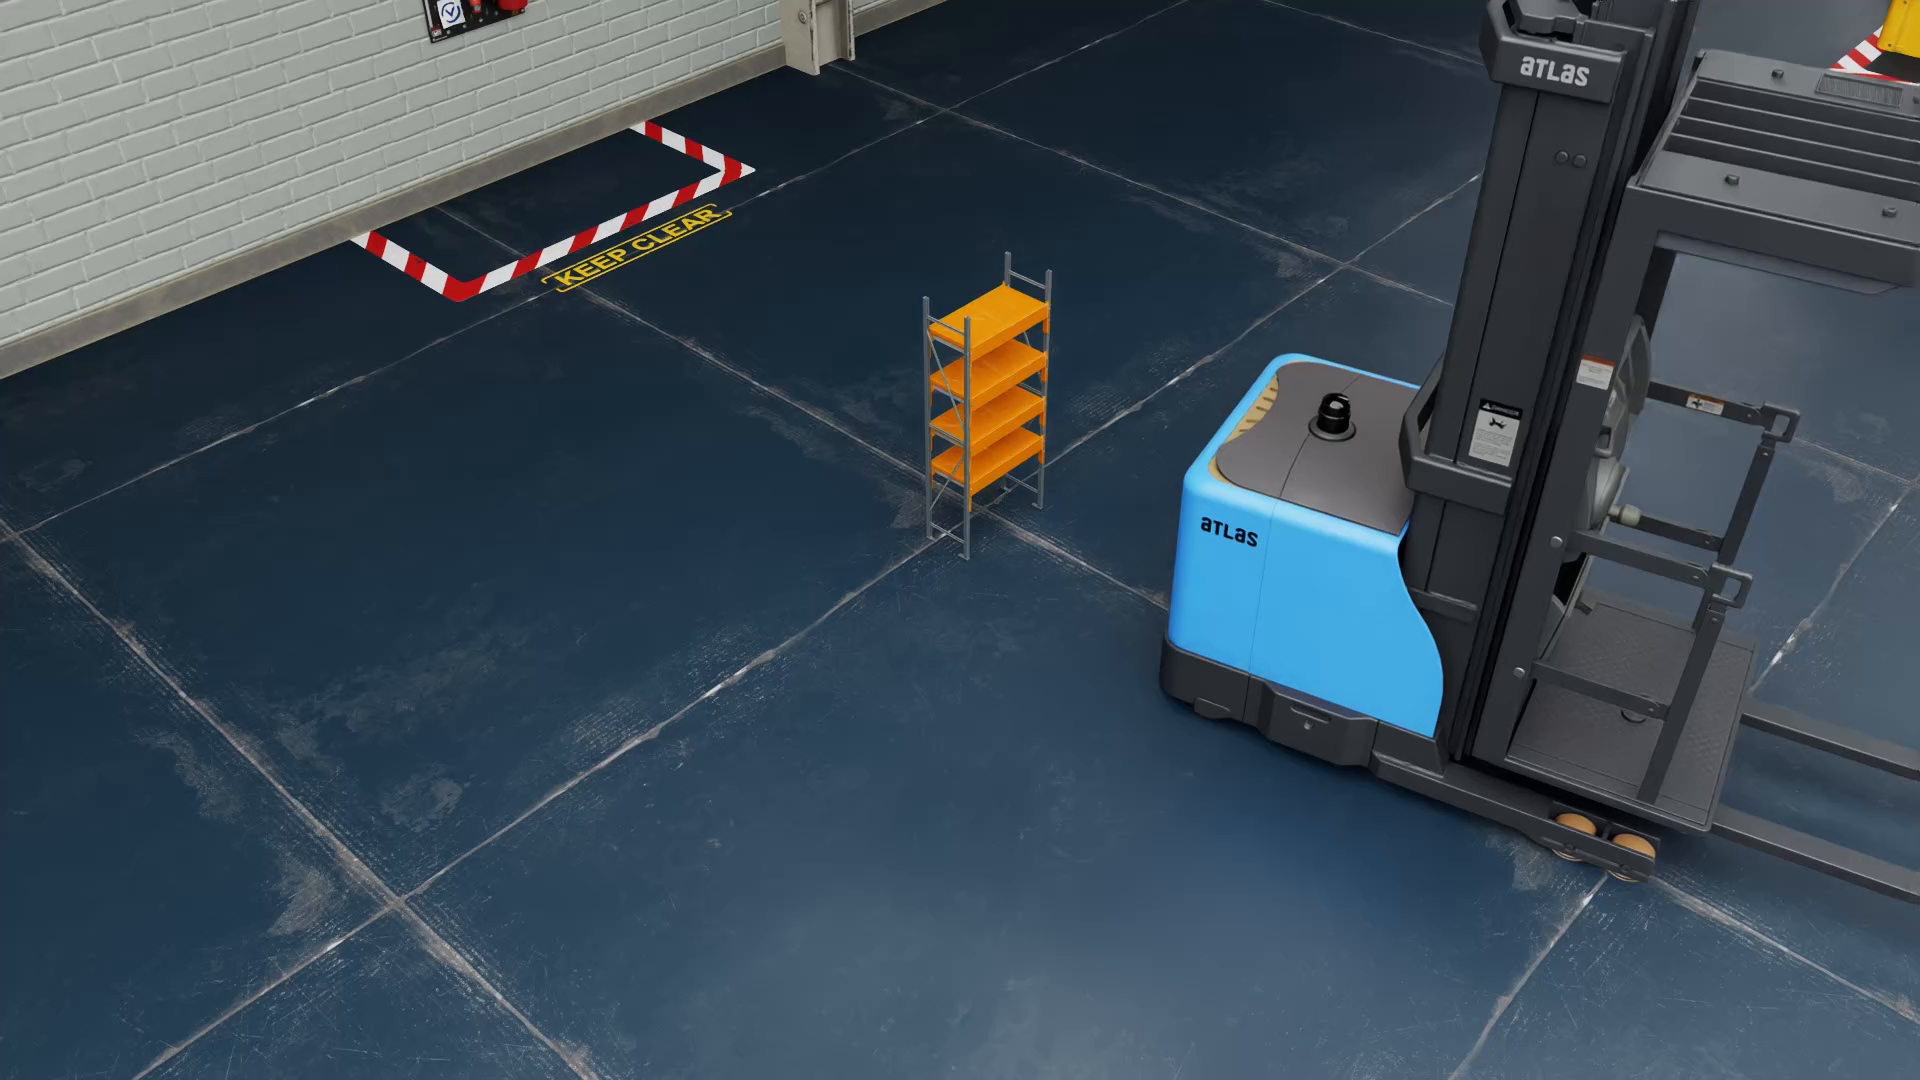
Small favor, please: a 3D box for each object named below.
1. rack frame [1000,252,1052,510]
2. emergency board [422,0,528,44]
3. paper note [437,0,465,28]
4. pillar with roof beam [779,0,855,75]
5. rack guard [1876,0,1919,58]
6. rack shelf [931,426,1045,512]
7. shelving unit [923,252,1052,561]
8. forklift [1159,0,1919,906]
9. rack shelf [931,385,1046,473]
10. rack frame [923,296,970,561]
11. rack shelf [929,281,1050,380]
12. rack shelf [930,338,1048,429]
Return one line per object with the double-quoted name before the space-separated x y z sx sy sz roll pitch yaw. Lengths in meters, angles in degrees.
"rack frame" 0.276 -0.658 7.113 0.240 1.200 0.015 30 47 32
"emergency board" -2.656 -3.332 9.030 0.194 1.169 0.643 30 47 32
"paper note" -2.826 -2.934 9.238 0.016 0.148 0.142 30 47 32
"pillar with roof beam" 2.217 -4.991 6.297 9.100 9.000 0.400 30 47 32
"rack guard" 6.896 -3.455 11.193 1.175 0.500 0.348 30 47 32
"rack shelf" 0.112 -0.338 7.138 0.258 0.148 0.480 30 47 32
"shelving unit" 0.112 -0.546 6.972 0.258 1.200 0.503 30 47 32
"forklift" 2.312 -0.344 5.328 3.031 2.935 1.130 19 42 22
"rack shelf" 0.112 -0.493 7.014 0.258 0.148 0.480 30 47 32
"rack frame" -0.053 -0.434 6.831 0.240 1.200 0.015 30 47 32
"rack shelf" 0.112 -0.853 6.728 0.258 0.148 0.480 30 47 32
"rack shelf" 0.112 -0.668 6.875 0.258 0.148 0.480 30 47 32
